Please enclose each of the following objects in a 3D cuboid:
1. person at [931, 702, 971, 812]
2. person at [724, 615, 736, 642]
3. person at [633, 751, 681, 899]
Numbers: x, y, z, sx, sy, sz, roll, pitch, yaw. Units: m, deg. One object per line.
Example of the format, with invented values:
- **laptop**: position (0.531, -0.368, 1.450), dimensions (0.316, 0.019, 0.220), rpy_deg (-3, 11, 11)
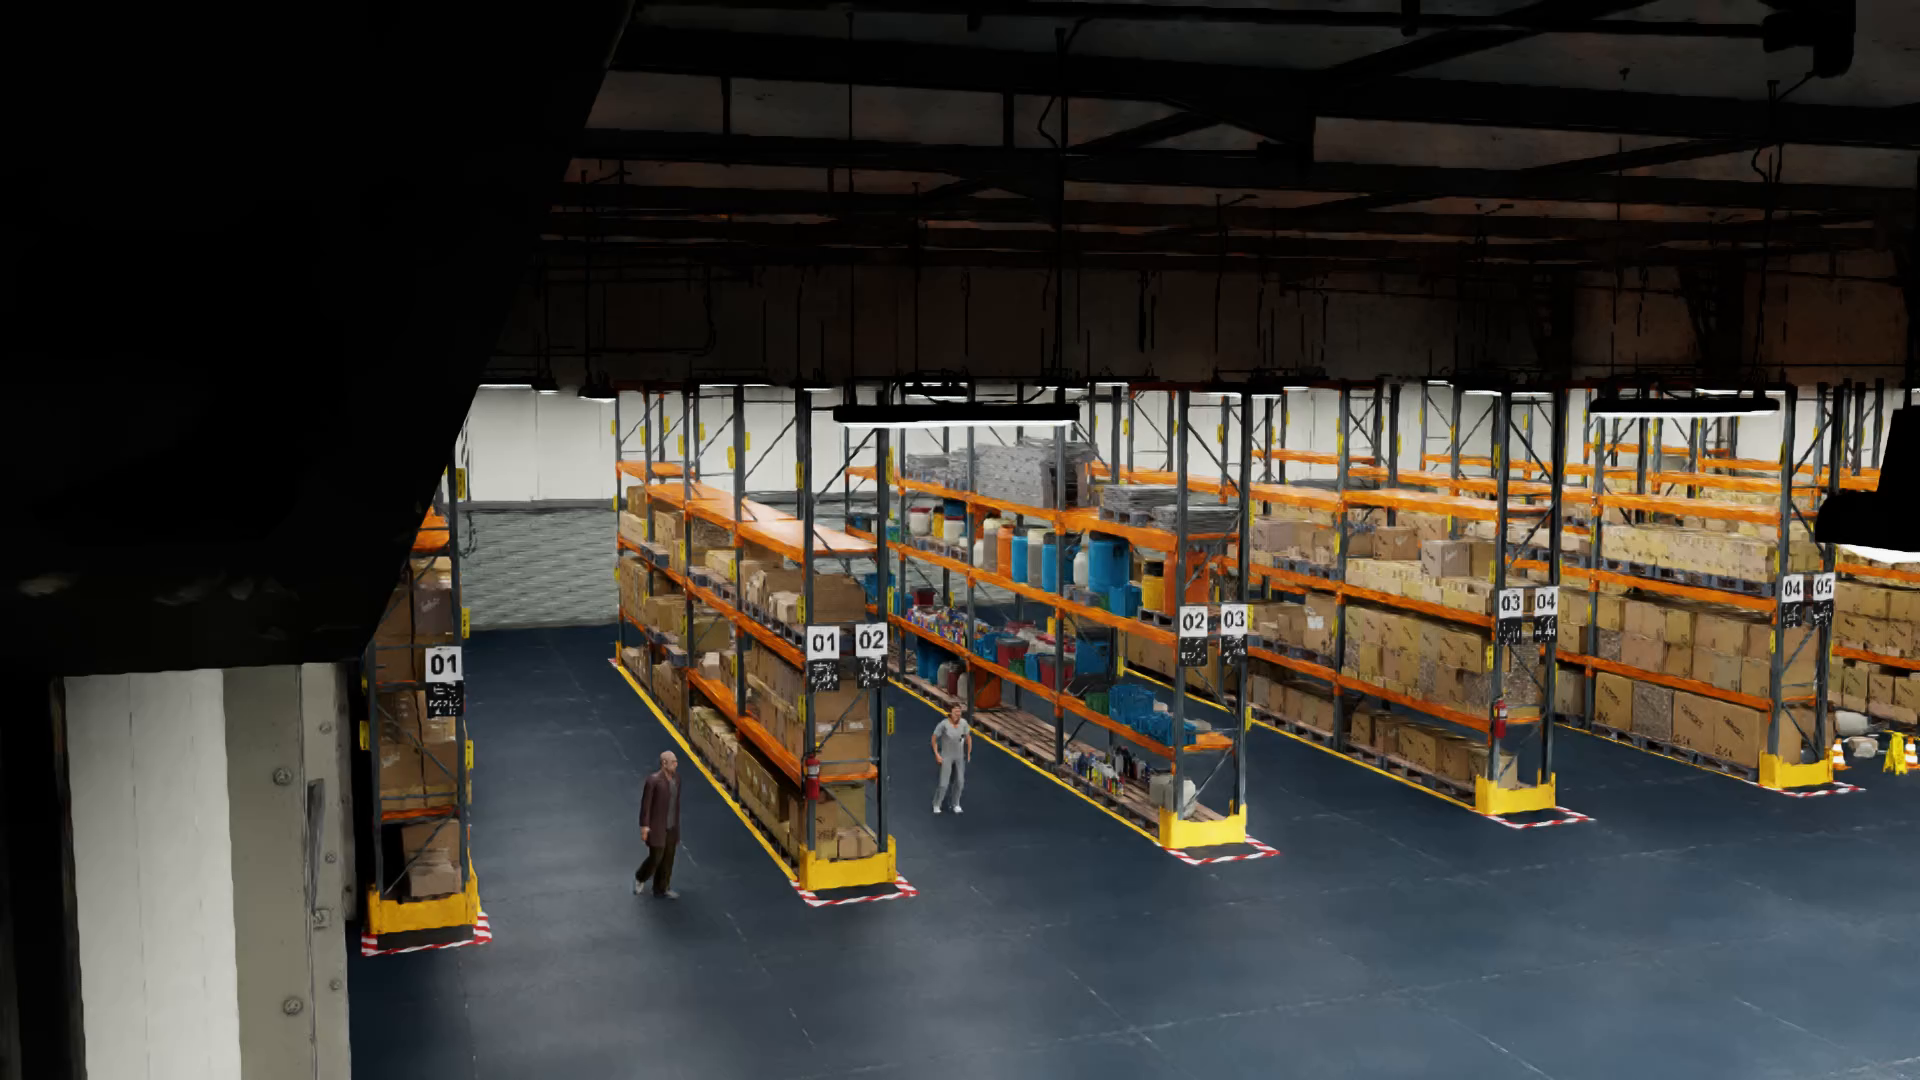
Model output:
- **person**: position (-0.125, 3.058, 23.442), dimensions (0.580, 1.618, 0.507), rpy_deg (-2, 6, -22)
- **person**: position (-4.540, 1.941, 33.122), dimensions (0.598, 1.786, 0.443), rpy_deg (6, 8, 43)
- **person**: position (-3.600, 3.369, 19.750), dimensions (0.580, 1.773, 0.622), rpy_deg (4, 7, 35)
